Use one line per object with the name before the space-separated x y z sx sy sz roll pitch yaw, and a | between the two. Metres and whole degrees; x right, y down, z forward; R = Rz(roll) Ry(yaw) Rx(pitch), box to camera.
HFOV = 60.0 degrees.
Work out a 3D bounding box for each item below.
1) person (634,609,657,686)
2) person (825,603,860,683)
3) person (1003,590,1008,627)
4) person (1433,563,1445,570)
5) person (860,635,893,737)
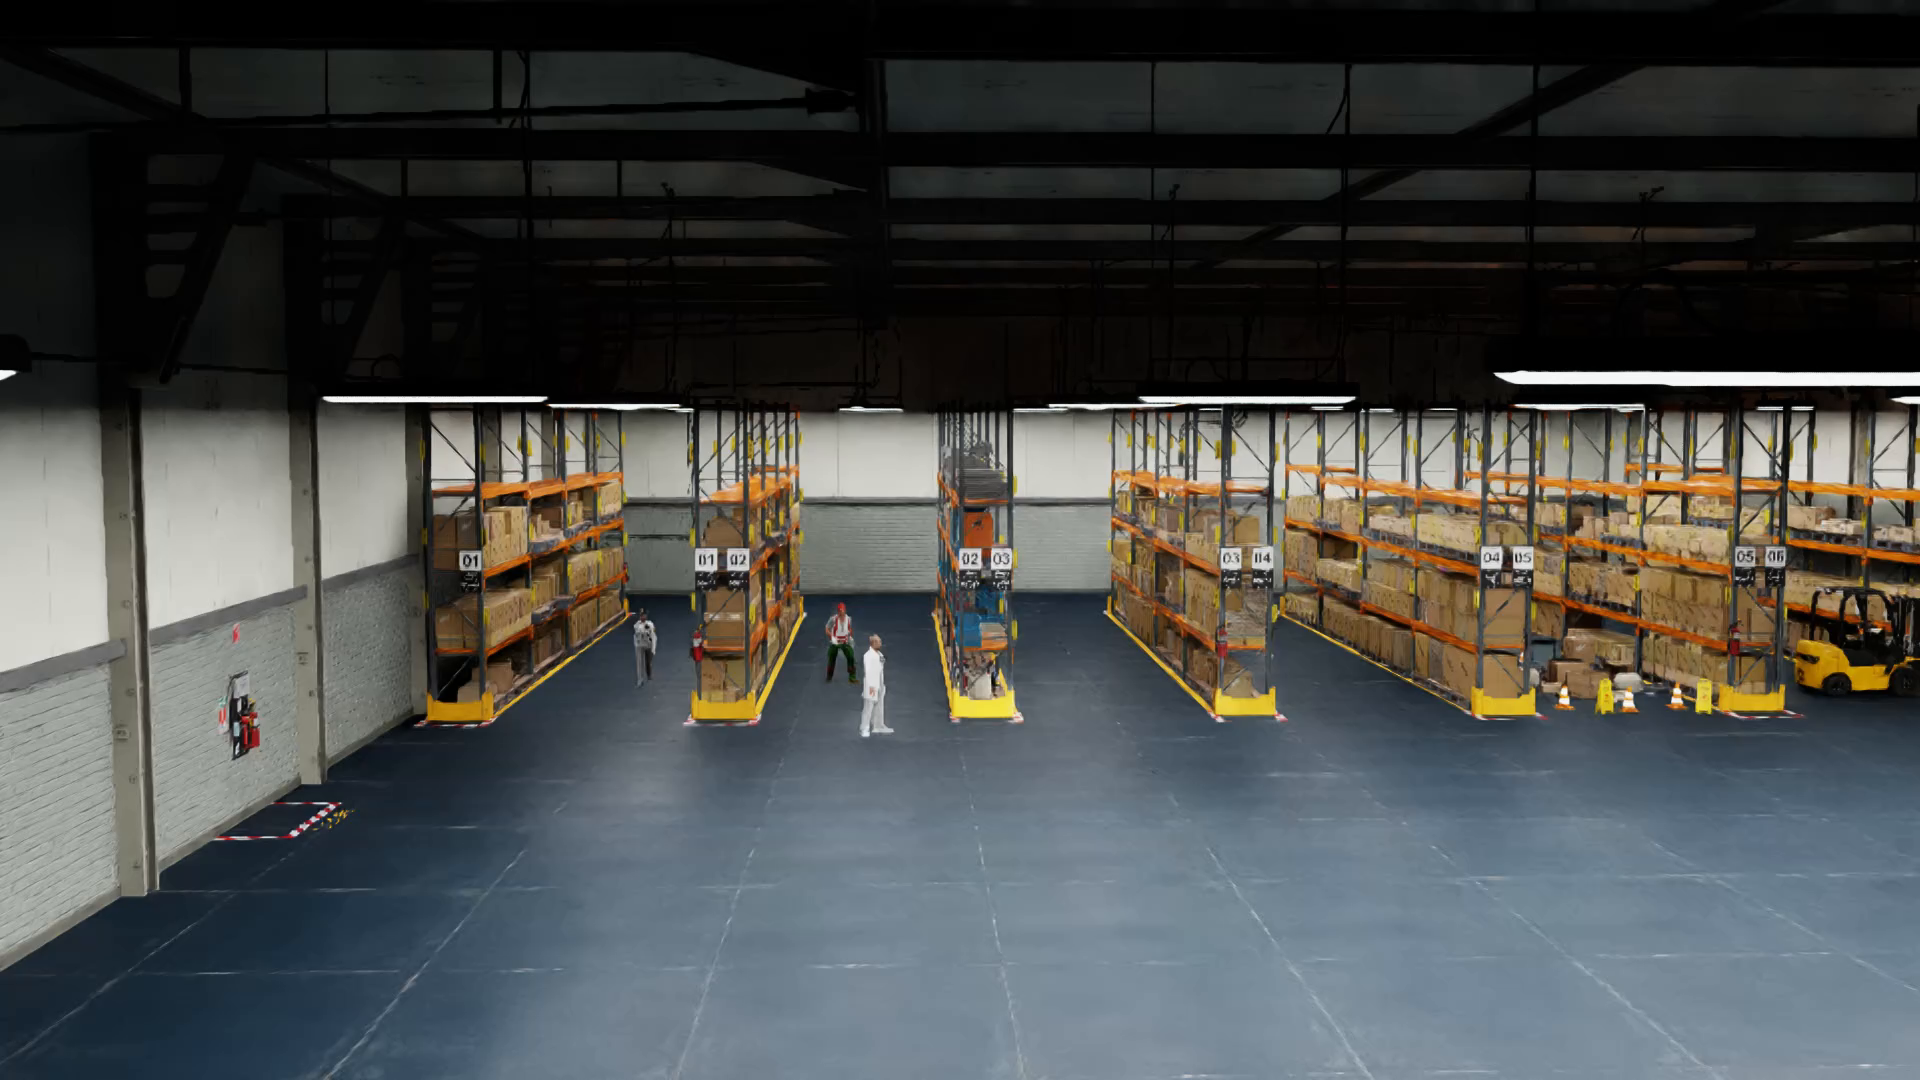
person | -6.637 2.242 35.065 0.502 1.621 0.988 0 4 -3
person | -2.539 2.174 35.304 0.686 1.716 0.838 -1 5 -18
person | 0.996 1.483 44.414 0.649 1.724 0.745 -2 5 -29
person | 13.377 1.297 46.595 0.491 1.767 0.651 -1 4 -9
person | -1.520 2.574 29.545 0.478 1.781 0.676 2 5 22
